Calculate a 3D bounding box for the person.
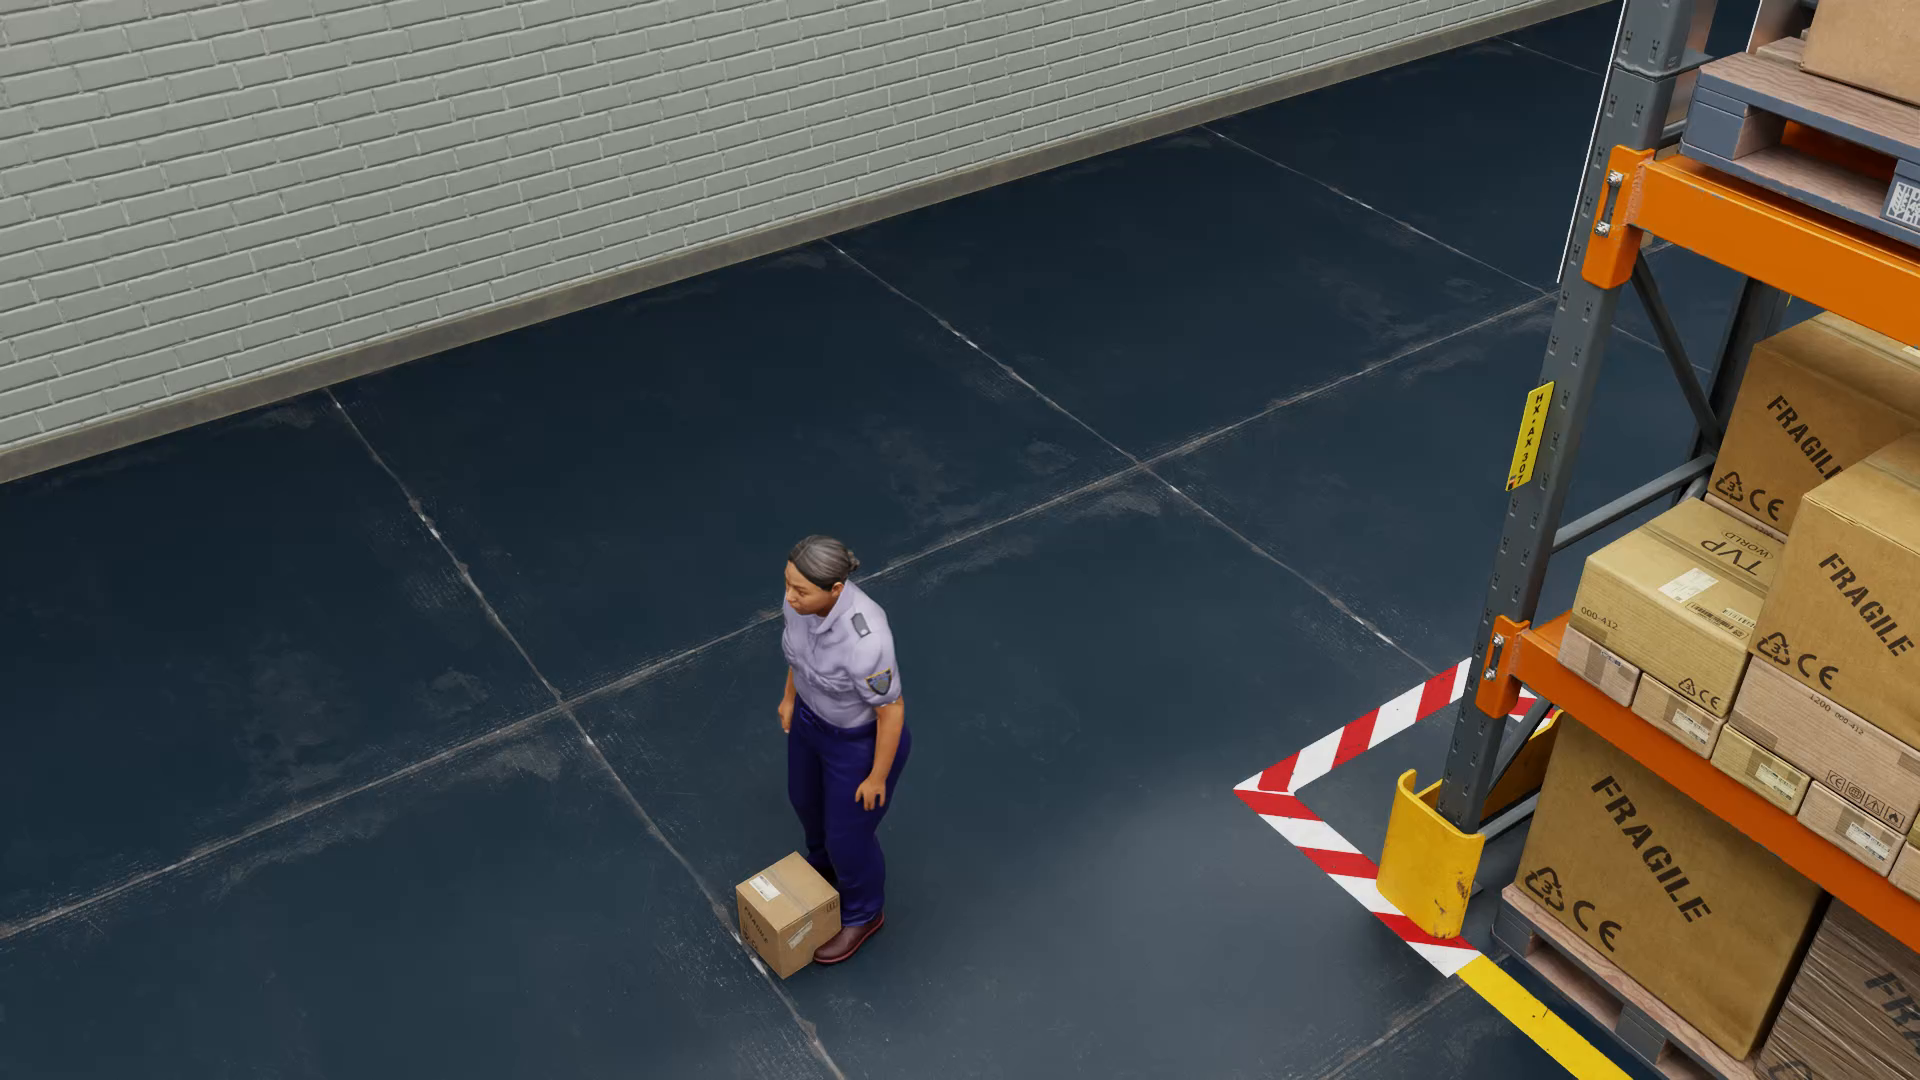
[{"bbox_3d":[-0.417,0.638,5.295,0.384,1.653,0.562,-25,43,-29],"label":"person"}]
